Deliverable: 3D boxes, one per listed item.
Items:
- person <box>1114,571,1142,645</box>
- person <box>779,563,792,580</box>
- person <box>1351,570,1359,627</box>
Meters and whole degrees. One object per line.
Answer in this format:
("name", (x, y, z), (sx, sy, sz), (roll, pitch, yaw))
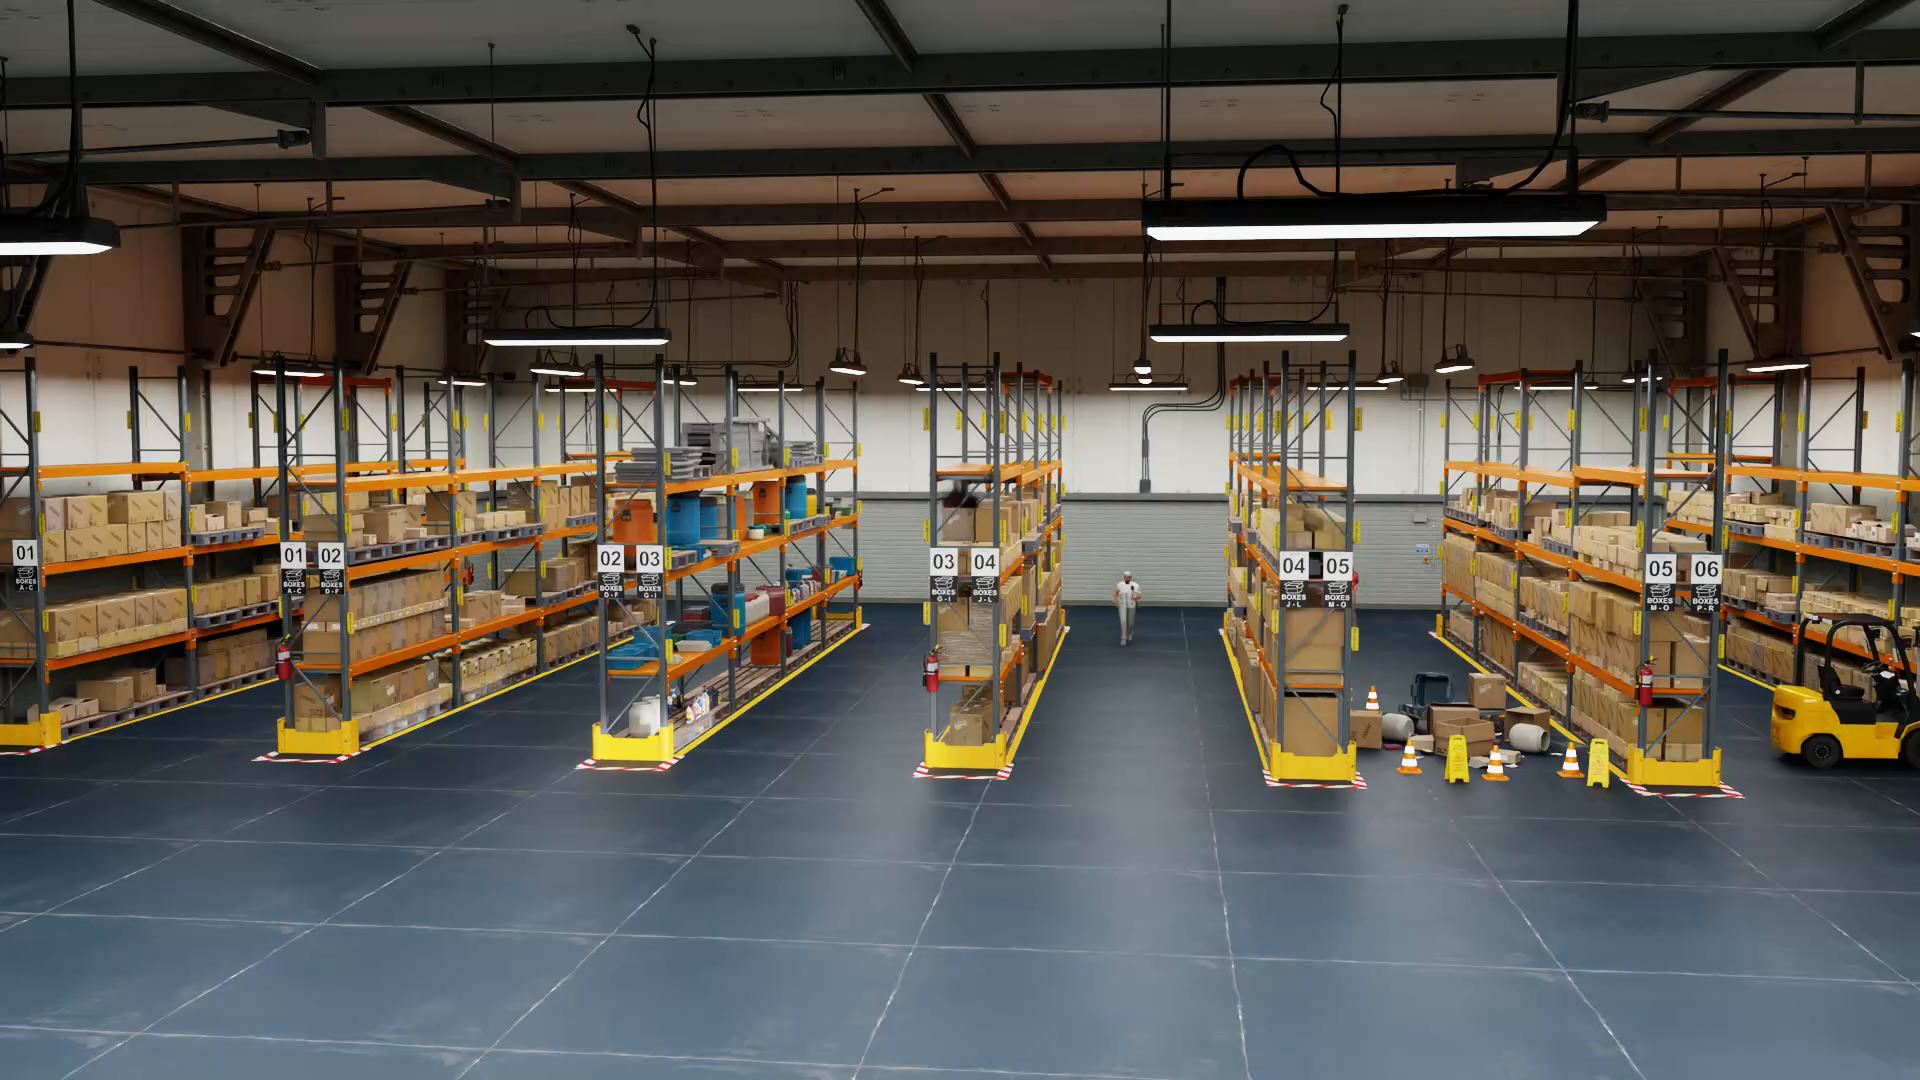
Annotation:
("person", (3.779, 1.509, 37.423), (0.626, 1.620, 1.028), (0, 4, 6))
("person", (-4.139, 1.407, 39.560), (0.581, 1.731, 0.368), (3, 5, 33))
("person", (9.144, 1.380, 39.459), (0.615, 1.789, 0.614), (-1, 4, -19))
